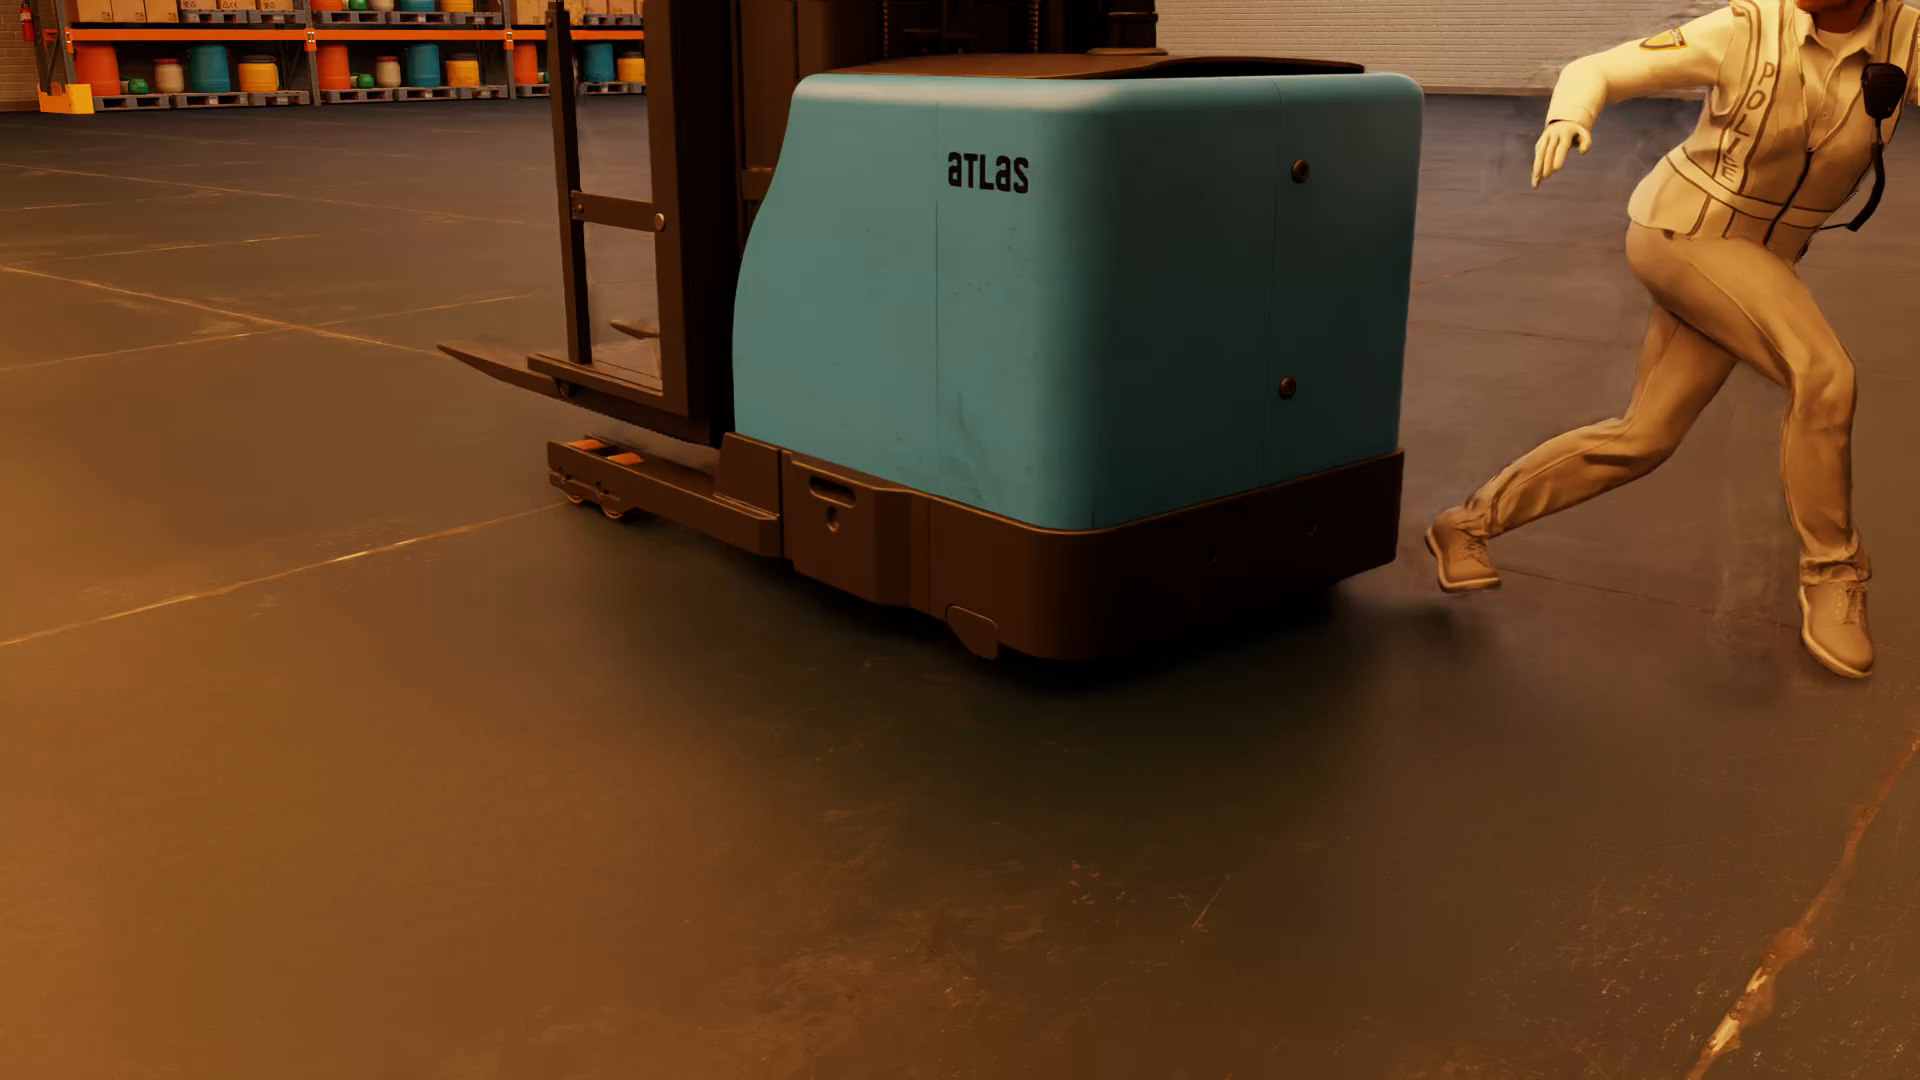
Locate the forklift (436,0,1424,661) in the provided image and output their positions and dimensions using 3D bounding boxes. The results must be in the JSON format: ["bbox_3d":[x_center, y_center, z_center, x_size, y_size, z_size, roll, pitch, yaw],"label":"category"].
[{"bbox_3d":[-0.402,-1.536,3.956,1.130,2.935,3.031,-14,22,-39],"label":"forklift"}]

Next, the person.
[{"bbox_3d":[1.463,-0.487,3.084,0.885,1.461,0.961,-6,18,-18],"label":"person"}]
